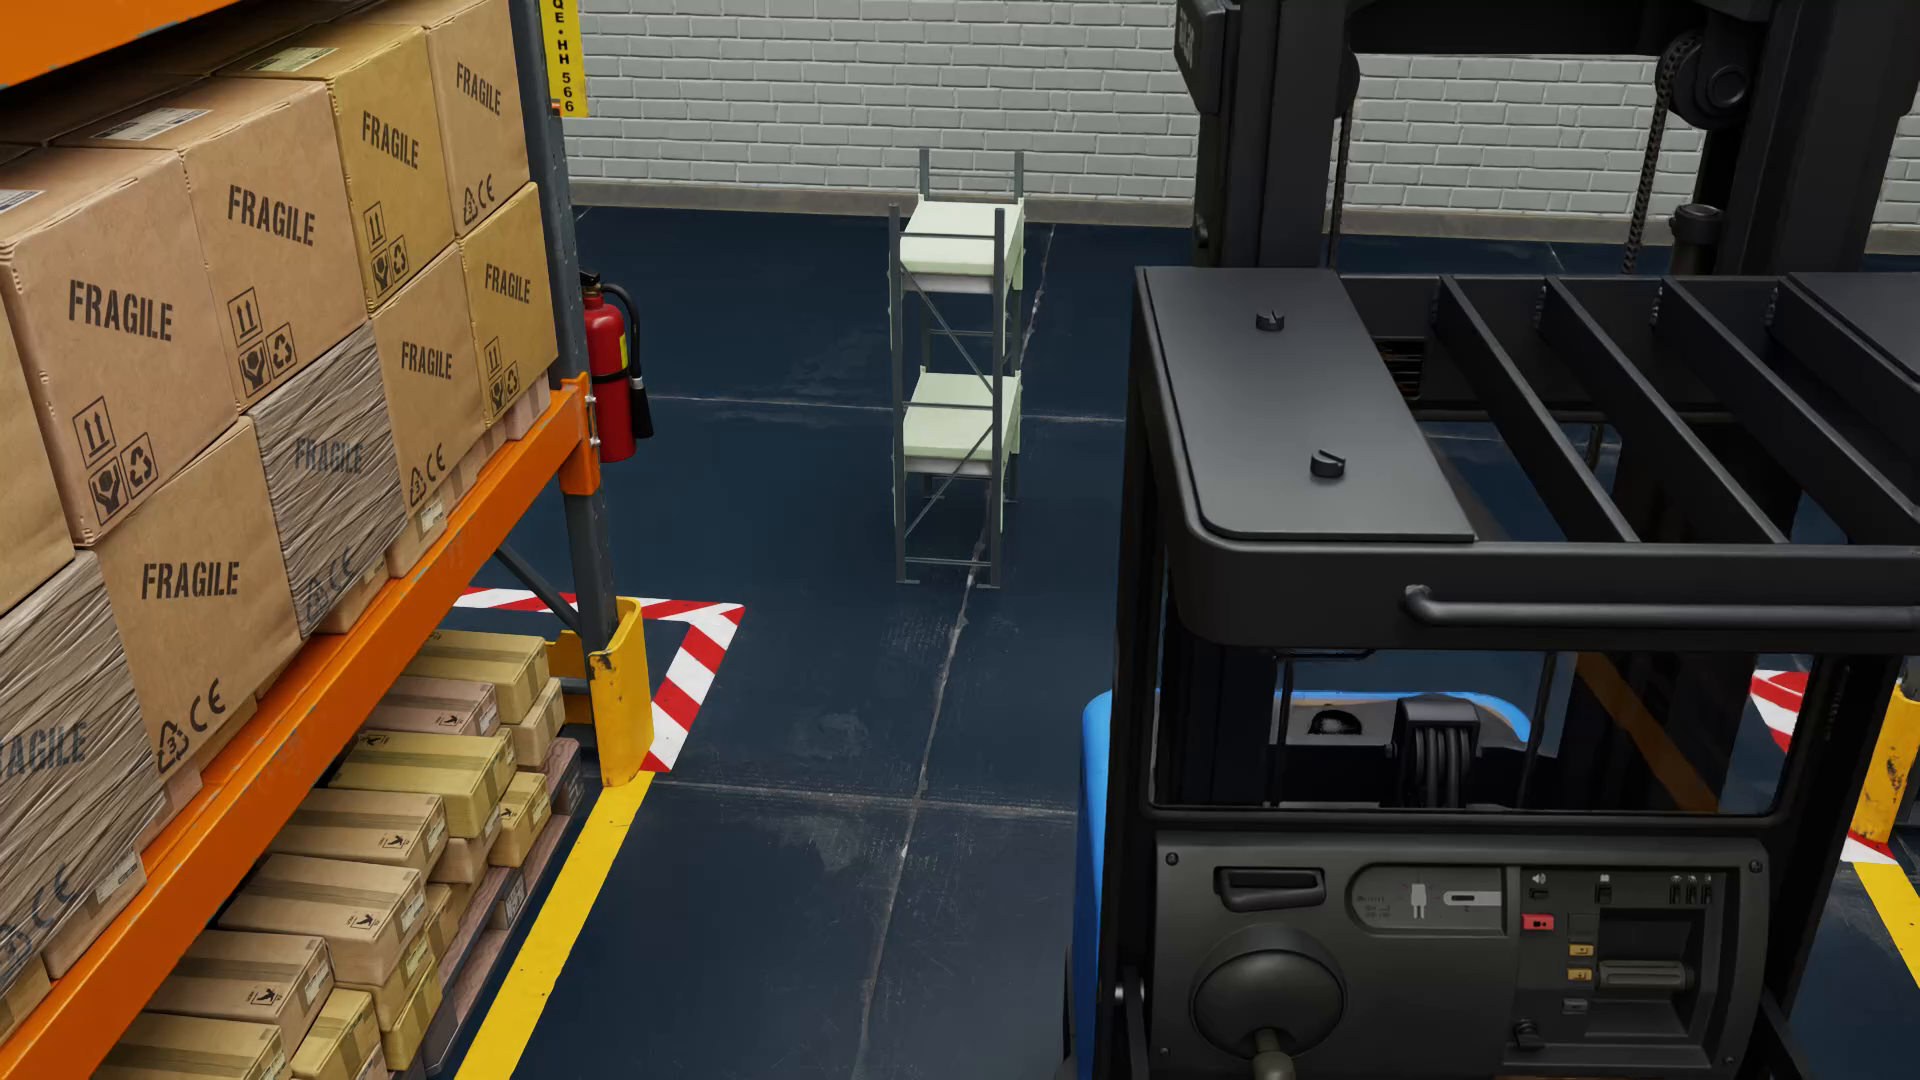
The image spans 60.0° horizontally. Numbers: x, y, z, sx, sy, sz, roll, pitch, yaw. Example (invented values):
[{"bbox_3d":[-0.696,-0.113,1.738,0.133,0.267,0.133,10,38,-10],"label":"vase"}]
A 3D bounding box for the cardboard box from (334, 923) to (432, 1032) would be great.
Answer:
[{"bbox_3d":[-1.495,1.012,3.958,0.380,0.149,0.250,4,29,7],"label":"cardboard box"}]

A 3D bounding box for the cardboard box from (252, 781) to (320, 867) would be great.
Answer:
[{"bbox_3d":[-1.952,0.736,4.471,0.380,0.149,0.250,4,29,7],"label":"cardboard box"}]

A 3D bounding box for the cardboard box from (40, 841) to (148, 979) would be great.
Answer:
[{"bbox_3d":[-1.619,0.575,2.784,0.380,0.149,0.250,5,29,8],"label":"cardboard box"}]

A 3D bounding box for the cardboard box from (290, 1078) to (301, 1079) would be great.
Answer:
[{"bbox_3d":[-1.551,1.263,3.492,0.380,0.149,0.250,4,29,7],"label":"cardboard box"}]

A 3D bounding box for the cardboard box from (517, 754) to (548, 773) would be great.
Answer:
[{"bbox_3d":[-1.459,0.649,4.946,0.380,0.149,0.250,4,29,7],"label":"cardboard box"}]

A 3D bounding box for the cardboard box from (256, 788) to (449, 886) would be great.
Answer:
[{"bbox_3d":[-1.503,0.754,4.124,0.380,0.149,0.250,2,28,4],"label":"cardboard box"}]

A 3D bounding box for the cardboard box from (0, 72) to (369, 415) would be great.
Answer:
[{"bbox_3d":[-1.527,-0.583,3.196,0.500,0.500,0.500,5,29,9],"label":"cardboard box"}]

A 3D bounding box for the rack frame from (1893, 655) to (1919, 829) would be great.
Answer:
[{"bbox_3d":[3.324,-0.441,4.406,1.000,3.000,0.127,3,28,6],"label":"rack frame"}]

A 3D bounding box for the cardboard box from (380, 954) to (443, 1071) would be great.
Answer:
[{"bbox_3d":[-1.494,1.136,4.042,0.380,0.149,0.250,2,28,4],"label":"cardboard box"}]

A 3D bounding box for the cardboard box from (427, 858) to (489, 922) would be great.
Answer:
[{"bbox_3d":[-1.508,0.895,4.489,0.380,0.149,0.250,3,28,6],"label":"cardboard box"}]

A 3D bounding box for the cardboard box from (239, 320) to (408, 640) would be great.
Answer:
[{"bbox_3d":[-1.522,-0.148,3.444,0.500,0.500,0.500,3,29,6],"label":"cardboard box"}]

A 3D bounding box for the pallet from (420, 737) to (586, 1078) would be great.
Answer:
[{"bbox_3d":[-1.745,0.963,4.741,1.003,0.211,1.213,3,28,6],"label":"pallet"}]

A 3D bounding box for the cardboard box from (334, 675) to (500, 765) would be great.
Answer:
[{"bbox_3d":[-1.502,0.506,4.584,0.380,0.149,0.250,4,29,7],"label":"cardboard box"}]

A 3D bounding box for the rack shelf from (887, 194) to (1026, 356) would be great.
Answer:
[{"bbox_3d":[-0.001,-1.001,6.203,0.431,0.370,0.720,3,28,6],"label":"rack shelf"}]

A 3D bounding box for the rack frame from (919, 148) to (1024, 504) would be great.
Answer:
[{"bbox_3d":[0.044,-0.829,6.708,0.400,1.500,0.023,3,28,6],"label":"rack frame"}]

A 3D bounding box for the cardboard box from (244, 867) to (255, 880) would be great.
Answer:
[{"bbox_3d":[-1.958,0.862,4.550,0.380,0.149,0.250,4,29,7],"label":"cardboard box"}]

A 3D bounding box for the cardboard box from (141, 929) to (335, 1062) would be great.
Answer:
[{"bbox_3d":[-1.623,1.001,3.665,0.380,0.149,0.250,2,28,4],"label":"cardboard box"}]

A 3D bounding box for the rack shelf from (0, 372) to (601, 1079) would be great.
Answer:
[{"bbox_3d":[-1.846,0.577,3.275,1.077,0.370,4.000,3,28,6],"label":"rack shelf"}]

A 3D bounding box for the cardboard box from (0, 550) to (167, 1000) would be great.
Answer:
[{"bbox_3d":[-1.630,0.340,2.537,0.500,0.500,0.500,3,28,5],"label":"cardboard box"}]

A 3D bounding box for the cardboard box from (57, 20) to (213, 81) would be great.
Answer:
[{"bbox_3d":[-1.975,-0.862,3.715,0.500,0.500,0.500,4,29,8],"label":"cardboard box"}]

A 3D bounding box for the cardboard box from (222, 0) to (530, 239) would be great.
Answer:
[{"bbox_3d":[-1.411,-1.066,4.094,0.500,0.500,0.500,3,28,5],"label":"cardboard box"}]

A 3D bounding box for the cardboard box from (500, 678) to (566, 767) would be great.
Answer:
[{"bbox_3d":[-1.383,0.523,4.866,0.380,0.149,0.250,3,28,5],"label":"cardboard box"}]

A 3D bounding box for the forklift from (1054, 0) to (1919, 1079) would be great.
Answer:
[{"bbox_3d":[0.761,0.695,2.369,1.130,2.935,3.031,1,28,1],"label":"forklift"}]

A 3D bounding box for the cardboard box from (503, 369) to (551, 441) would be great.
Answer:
[{"bbox_3d":[-1.361,-0.401,4.596,0.380,0.149,0.250,3,28,6],"label":"cardboard box"}]

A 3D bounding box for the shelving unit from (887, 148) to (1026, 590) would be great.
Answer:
[{"bbox_3d":[-0.001,-0.657,6.388,0.431,1.500,0.755,3,28,6],"label":"shelving unit"}]

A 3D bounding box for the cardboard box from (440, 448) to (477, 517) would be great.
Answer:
[{"bbox_3d":[-1.444,-0.167,4.162,0.380,0.149,0.250,3,28,6],"label":"cardboard box"}]

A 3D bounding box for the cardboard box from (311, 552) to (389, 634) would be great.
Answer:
[{"bbox_3d":[-1.514,0.077,3.709,0.380,0.149,0.250,2,28,4],"label":"cardboard box"}]

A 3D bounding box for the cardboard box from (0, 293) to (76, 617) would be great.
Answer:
[{"bbox_3d":[-1.653,-0.092,2.285,0.500,0.500,0.500,4,29,7],"label":"cardboard box"}]

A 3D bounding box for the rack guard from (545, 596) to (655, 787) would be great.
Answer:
[{"bbox_3d":[-1.611,0.455,5.378,1.175,0.500,0.348,3,28,6],"label":"rack guard"}]

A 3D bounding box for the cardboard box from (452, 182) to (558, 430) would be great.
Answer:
[{"bbox_3d":[-1.401,-0.630,4.337,0.500,0.500,0.500,4,29,7],"label":"cardboard box"}]

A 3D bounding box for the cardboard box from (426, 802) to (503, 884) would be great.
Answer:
[{"bbox_3d":[-1.445,0.768,4.412,0.380,0.149,0.250,2,28,4],"label":"cardboard box"}]

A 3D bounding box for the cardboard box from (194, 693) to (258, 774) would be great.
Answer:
[{"bbox_3d":[-1.622,0.326,3.246,0.380,0.149,0.250,4,29,7],"label":"cardboard box"}]
